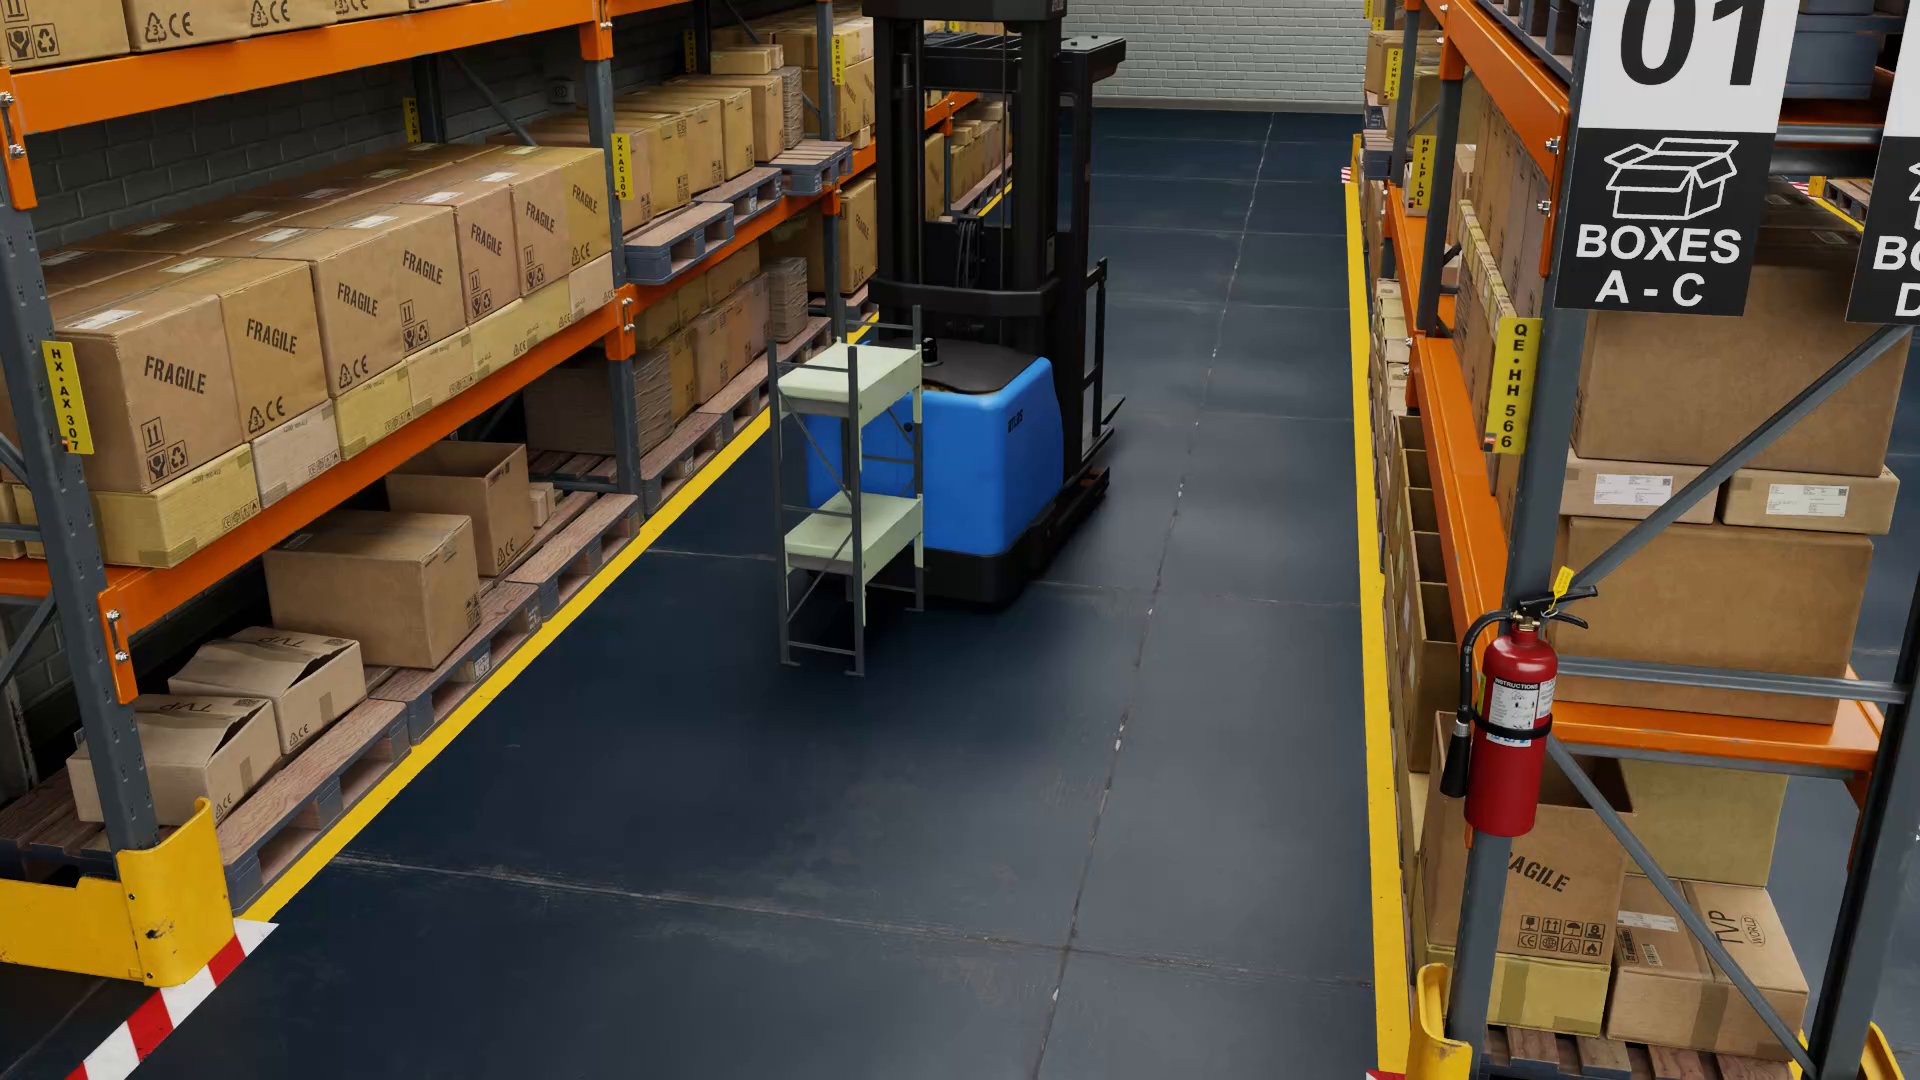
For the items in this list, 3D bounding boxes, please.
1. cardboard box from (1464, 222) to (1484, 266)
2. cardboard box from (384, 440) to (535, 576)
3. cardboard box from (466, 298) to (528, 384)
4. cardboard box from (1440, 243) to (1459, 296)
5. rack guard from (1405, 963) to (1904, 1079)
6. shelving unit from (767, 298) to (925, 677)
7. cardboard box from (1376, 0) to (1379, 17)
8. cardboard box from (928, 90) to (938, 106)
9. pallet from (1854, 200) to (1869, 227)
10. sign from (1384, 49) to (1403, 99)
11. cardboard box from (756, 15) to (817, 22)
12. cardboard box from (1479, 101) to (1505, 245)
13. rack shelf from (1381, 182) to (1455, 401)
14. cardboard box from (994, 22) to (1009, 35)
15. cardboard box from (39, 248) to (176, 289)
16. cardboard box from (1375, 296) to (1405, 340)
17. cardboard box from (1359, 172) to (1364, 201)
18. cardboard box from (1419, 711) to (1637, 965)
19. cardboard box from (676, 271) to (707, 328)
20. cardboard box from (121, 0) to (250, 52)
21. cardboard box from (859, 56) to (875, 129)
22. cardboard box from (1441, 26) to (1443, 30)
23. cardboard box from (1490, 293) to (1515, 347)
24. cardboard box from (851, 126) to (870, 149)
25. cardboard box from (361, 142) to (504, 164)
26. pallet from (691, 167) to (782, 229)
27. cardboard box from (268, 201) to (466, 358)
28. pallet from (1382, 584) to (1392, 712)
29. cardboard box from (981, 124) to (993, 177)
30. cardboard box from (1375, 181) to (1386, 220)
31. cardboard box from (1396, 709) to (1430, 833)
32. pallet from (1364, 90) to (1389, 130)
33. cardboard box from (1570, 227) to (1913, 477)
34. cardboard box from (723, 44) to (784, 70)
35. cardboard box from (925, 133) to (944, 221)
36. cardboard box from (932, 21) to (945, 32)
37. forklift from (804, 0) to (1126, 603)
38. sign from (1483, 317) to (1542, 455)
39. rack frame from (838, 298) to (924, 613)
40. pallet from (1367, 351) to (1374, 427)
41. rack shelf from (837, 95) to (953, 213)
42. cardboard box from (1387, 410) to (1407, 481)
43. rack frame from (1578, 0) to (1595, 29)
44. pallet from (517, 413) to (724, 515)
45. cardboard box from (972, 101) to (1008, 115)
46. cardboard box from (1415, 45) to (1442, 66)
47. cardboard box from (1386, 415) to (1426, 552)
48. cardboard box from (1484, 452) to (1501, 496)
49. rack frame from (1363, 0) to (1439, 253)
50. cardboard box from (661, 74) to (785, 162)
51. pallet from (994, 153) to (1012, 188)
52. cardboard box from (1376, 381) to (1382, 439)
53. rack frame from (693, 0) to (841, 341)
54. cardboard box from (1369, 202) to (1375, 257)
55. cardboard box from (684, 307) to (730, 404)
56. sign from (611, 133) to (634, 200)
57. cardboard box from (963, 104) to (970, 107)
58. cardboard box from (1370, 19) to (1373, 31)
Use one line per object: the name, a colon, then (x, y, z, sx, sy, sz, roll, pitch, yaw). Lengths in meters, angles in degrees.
cardboard box: (2.281, -1.202, 6.821, 0.380, 0.149, 0.250, 4, 22, 10)
cardboard box: (-2.395, -0.163, 8.000, 0.500, 0.500, 0.500, 3, 22, 7)
cardboard box: (-2.220, -0.878, 7.191, 0.500, 0.250, 0.500, 4, 22, 11)
cardboard box: (2.627, -1.398, 8.489, 0.396, 0.266, 0.258, 4, 22, 10)
rack guard: (1.807, 1.507, 4.444, 1.175, 0.500, 0.348, 4, 22, 11)
shelving unit: (-0.489, -0.247, 7.460, 0.431, 1.500, 0.755, 8, 23, 18)
cardboard box: (4.419, -5.321, 16.578, 0.500, 0.500, 0.500, 4, 22, 10)
cardboard box: (-0.410, -4.080, 15.279, 0.380, 0.149, 0.250, 5, 22, 12)
pallet: (9.467, -3.097, 16.262, 1.003, 0.211, 1.213, 4, 22, 11)
sign: (2.911, -3.126, 11.156, 0.100, 0.325, 0.005, 4, 22, 11)
cardboard box: (-1.351, -4.067, 13.375, 0.500, 0.250, 0.500, 4, 22, 10)
cardboard box: (2.441, -1.425, 6.506, 0.700, 0.500, 0.500, 4, 22, 11)
rack shelf: (3.036, -1.522, 9.581, 1.077, 0.370, 4.000, 4, 22, 11)
cardboard box: (-0.006, -5.574, 18.278, 0.980, 0.700, 0.700, 4, 22, 10)
cardboard box: (-3.038, -0.697, 5.740, 0.500, 0.500, 0.500, 5, 22, 12)
cardboard box: (2.951, -1.405, 10.695, 0.500, 0.311, 0.500, 4, 22, 10)
cardboard box: (4.252, -3.512, 16.568, 0.500, 0.311, 0.500, 4, 22, 11)
cardboard box: (1.630, 0.852, 4.837, 0.500, 0.500, 0.500, 4, 22, 11)
cardboard box: (-1.900, -1.516, 10.355, 0.500, 0.250, 0.500, 4, 22, 9)
cardboard box: (-2.581, -1.782, 5.087, 0.500, 0.500, 0.500, 6, 23, 14)
cardboard box: (-0.941, -3.506, 12.986, 0.500, 0.500, 0.500, 5, 23, 13)
cardboard box: (4.632, -4.711, 15.065, 0.500, 0.500, 0.500, 5, 22, 12)
cardboard box: (2.017, -0.731, 5.651, 0.380, 0.149, 0.250, 4, 22, 10)
cardboard box: (-0.915, -3.141, 12.948, 0.380, 0.149, 0.250, 5, 23, 13)
cardboard box: (-2.523, -1.632, 8.062, 0.500, 0.500, 0.500, 4, 22, 10)
pallet: (-1.770, -2.148, 10.428, 1.003, 0.211, 1.213, 4, 22, 11)
cardboard box: (-2.331, -1.035, 6.579, 0.500, 0.500, 0.500, 5, 23, 13)
pallet: (2.424, 0.456, 7.437, 1.003, 0.211, 1.213, 4, 22, 11)
cardboard box: (-0.023, -4.294, 18.285, 0.700, 0.500, 0.500, 4, 22, 9)
cardboard box: (3.617, -2.735, 13.383, 0.500, 0.250, 0.500, 4, 22, 10)
cardboard box: (1.822, 0.834, 5.887, 0.500, 0.250, 0.500, 4, 22, 11)
pallet: (3.990, -3.677, 14.226, 1.003, 0.211, 1.213, 4, 22, 11)
cardboard box: (1.930, -0.499, 4.207, 0.700, 0.500, 0.500, 5, 22, 11)
cardboard box: (-1.447, -3.387, 11.656, 0.380, 0.149, 0.250, 2, 22, 4)
cardboard box: (-0.596, -3.377, 15.538, 0.750, 0.750, 0.750, 5, 22, 12)
cardboard box: (-0.435, -4.778, 15.139, 0.500, 0.250, 0.500, 5, 22, 12)
forklift: (0.213, -1.581, 8.855, 1.130, 2.935, 3.031, 8, 23, 18)
sign: (1.283, -0.355, 3.853, 0.100, 0.325, 0.005, 4, 22, 11)
rack frame: (-0.365, -0.376, 7.780, 0.400, 1.500, 0.023, 8, 23, 18)
pallet: (3.238, -0.996, 11.044, 1.003, 0.211, 1.213, 4, 22, 11)
rack shelf: (-0.998, -3.361, 14.148, 1.077, 0.370, 4.000, 4, 22, 11)
cardboard box: (2.430, -0.474, 8.383, 0.500, 0.311, 0.500, 4, 22, 11)
rack frame: (1.811, -2.444, 2.878, 1.000, 3.000, 0.127, 4, 22, 11)
pallet: (-2.065, -0.492, 9.793, 1.003, 0.211, 1.213, 4, 22, 11)
cardboard box: (0.333, -4.901, 18.924, 0.380, 0.149, 0.250, 4, 22, 10)
cardboard box: (3.960, -3.641, 13.182, 0.700, 0.500, 0.500, -1, 22, -3)
cardboard box: (2.226, -0.246, 7.564, 0.500, 0.500, 0.500, 4, 22, 11)
cardboard box: (2.232, -0.444, 5.808, 0.700, 0.500, 0.500, 5, 23, 13)
rack frame: (4.260, -4.050, 14.895, 1.000, 3.000, 0.127, 4, 22, 11)
cardboard box: (-1.580, -2.835, 11.155, 0.700, 0.500, 0.500, 2, 22, 6)
pallet: (0.139, -4.298, 19.242, 1.003, 0.211, 1.213, 4, 22, 11)
cardboard box: (2.743, -0.776, 9.883, 0.500, 0.250, 0.500, 5, 22, 12)
rack frame: (-1.406, -2.964, 12.197, 1.000, 3.000, 0.127, 4, 22, 11)
cardboard box: (3.716, -2.558, 13.948, 0.500, 0.500, 0.500, 5, 22, 12)
cardboard box: (-1.889, -1.192, 10.556, 0.700, 0.500, 0.500, 5, 22, 12)
sign: (-1.690, -1.864, 8.308, 0.100, 0.325, 0.005, 4, 22, 11)
cardboard box: (-0.092, -4.838, 18.766, 0.380, 0.149, 0.250, 5, 22, 11)
cardboard box: (4.728, -5.417, 18.156, 0.500, 0.500, 0.500, 5, 22, 12)
